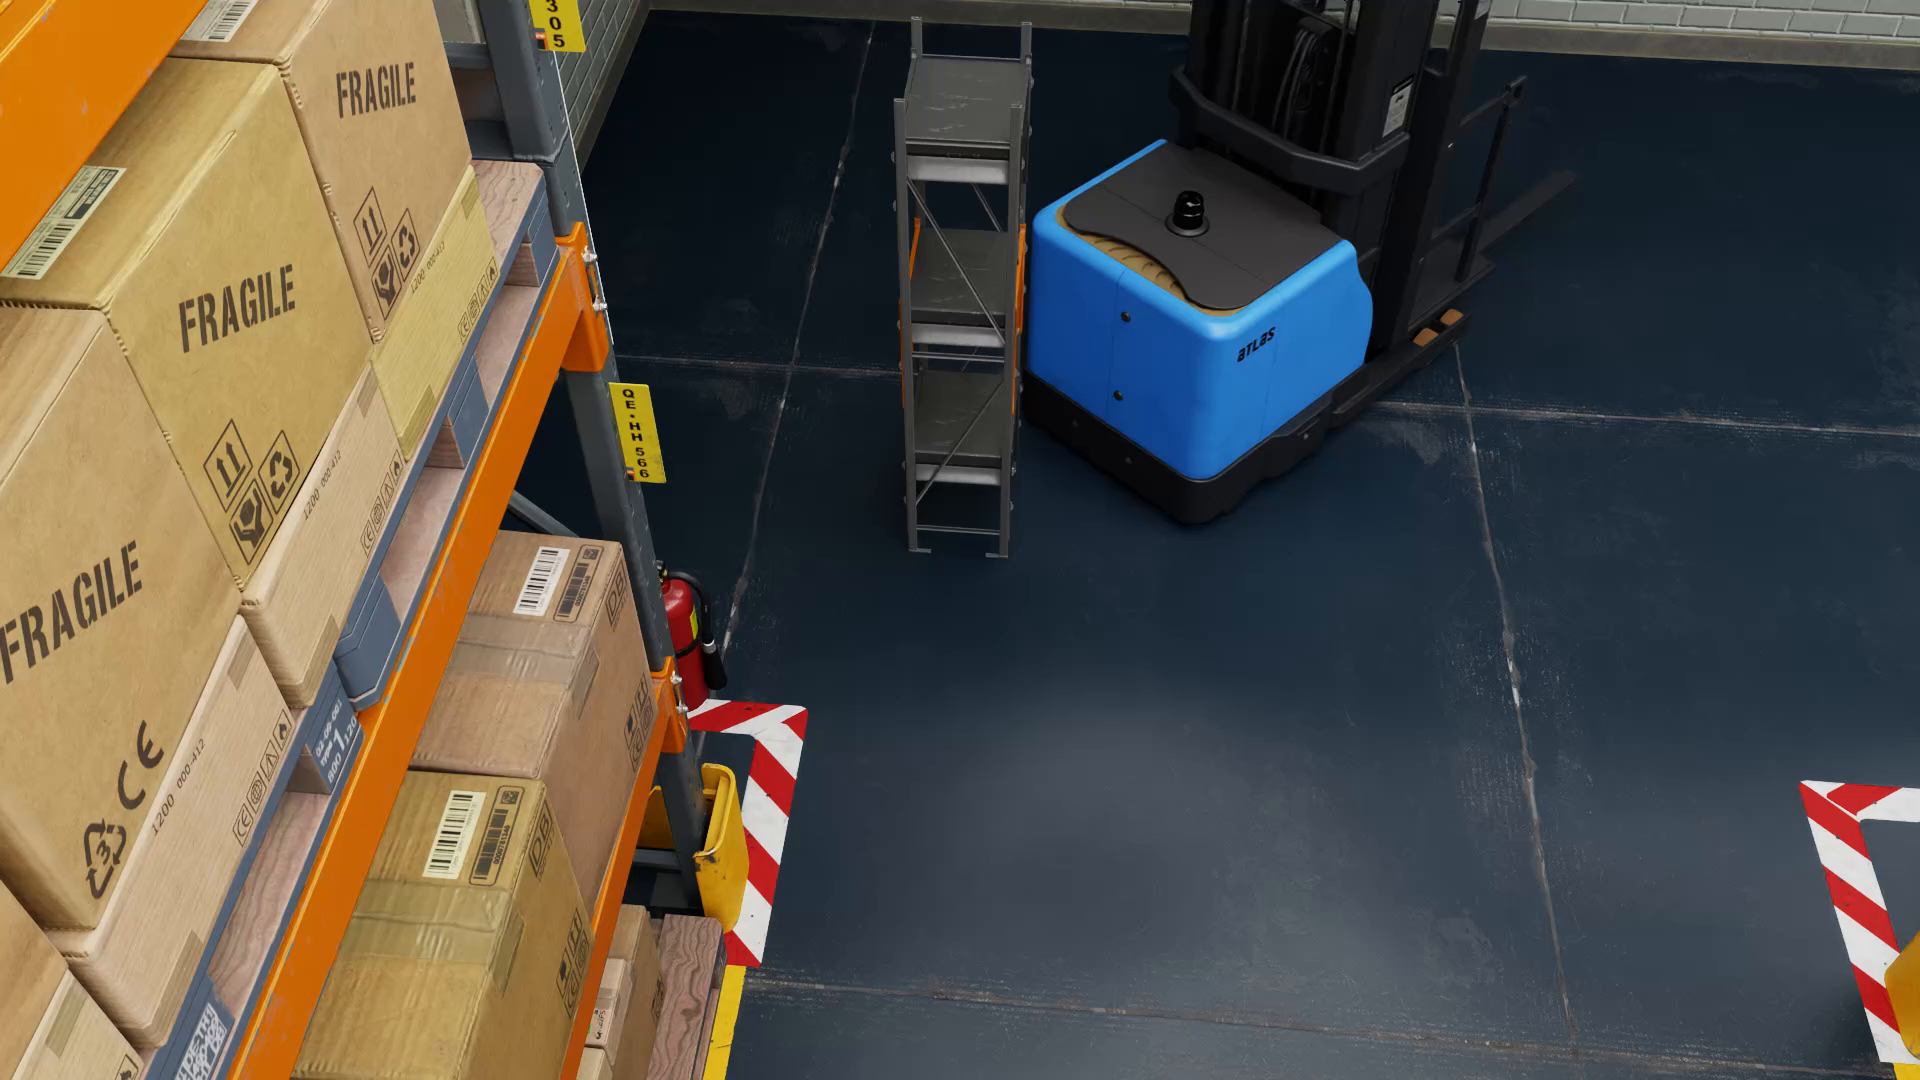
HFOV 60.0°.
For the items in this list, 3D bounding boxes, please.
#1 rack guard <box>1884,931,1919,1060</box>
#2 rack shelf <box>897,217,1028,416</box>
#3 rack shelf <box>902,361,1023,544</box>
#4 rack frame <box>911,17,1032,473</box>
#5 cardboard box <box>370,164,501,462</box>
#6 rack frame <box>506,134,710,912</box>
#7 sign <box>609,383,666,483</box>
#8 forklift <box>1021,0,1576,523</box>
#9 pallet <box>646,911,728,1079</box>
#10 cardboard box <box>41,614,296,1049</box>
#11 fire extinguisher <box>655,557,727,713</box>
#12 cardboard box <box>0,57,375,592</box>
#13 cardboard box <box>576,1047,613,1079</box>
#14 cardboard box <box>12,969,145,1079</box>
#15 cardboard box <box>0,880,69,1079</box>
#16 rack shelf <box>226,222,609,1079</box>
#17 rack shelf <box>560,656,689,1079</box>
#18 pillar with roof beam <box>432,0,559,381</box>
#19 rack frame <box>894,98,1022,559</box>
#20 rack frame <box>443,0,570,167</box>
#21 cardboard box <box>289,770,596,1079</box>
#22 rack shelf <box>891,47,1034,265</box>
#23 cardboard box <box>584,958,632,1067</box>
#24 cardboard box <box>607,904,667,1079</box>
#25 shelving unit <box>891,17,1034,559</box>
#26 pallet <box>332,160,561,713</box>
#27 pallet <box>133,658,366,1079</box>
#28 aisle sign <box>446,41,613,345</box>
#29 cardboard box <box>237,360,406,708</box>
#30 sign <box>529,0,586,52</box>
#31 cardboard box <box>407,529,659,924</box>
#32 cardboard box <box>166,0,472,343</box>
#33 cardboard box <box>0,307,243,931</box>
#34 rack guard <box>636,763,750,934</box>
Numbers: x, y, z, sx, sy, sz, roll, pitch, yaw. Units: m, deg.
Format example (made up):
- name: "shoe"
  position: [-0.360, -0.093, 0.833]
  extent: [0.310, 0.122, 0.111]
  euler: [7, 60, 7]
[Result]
- name: "rack guard"
  position: [3.604, 1.397, 5.159]
  extent: [1.175, 0.500, 0.348]
  euler: [4, 48, 4]
- name: "rack shelf"
  position: [0.015, -0.821, 6.122]
  extent: [0.431, 0.518, 0.480]
  euler: [4, 48, 4]
- name: "rack shelf"
  position: [0.015, -0.349, 6.639]
  extent: [0.431, 0.518, 0.480]
  euler: [4, 48, 4]
- name: "rack frame"
  position: [0.037, -1.010, 6.276]
  extent: [0.400, 2.100, 0.015]
  euler: [4, 48, 4]
- name: "cardboard box"
  position: [-1.125, -0.414, 2.838]
  extent: [0.500, 0.250, 0.500]
  euler: [5, 48, 5]
- name: "rack frame"
  position: [-1.323, 0.168, 4.590]
  extent: [1.000, 3.000, 0.127]
  euler: [4, 48, 4]
- name: "sign"
  position: [-0.784, -0.256, 4.033]
  extent: [0.100, 0.325, 0.005]
  euler: [4, 48, 4]
- name: "forklift"
  position: [1.680, -2.026, 6.643]
  extent: [3.031, 2.935, 1.130]
  euler: [-35, 57, -28]
- name: "pallet"
  position: [-1.318, 1.702, 5.077]
  extent: [1.003, 0.211, 1.213]
  euler: [4, 48, 4]
- name: "cardboard box"
  position: [-1.214, 0.352, 2.138]
  extent: [0.500, 0.250, 0.500]
  euler: [3, 48, 2]
- name: "fire extinguisher"
  position: [-0.849, 0.240, 4.829]
  extent: [0.296, 0.674, 0.183]
  euler: [4, 48, 4]
- name: "cardboard box"
  position: [-1.174, -0.300, 2.225]
  extent: [0.500, 0.500, 0.500]
  euler: [5, 48, 5]
- name: "cardboard box"
  position: [-1.140, 1.466, 4.372]
  extent: [0.380, 0.149, 0.250]
  euler: [5, 48, 5]
- name: "cardboard box"
  position: [-1.262, 0.729, 1.793]
  extent: [0.500, 0.250, 0.500]
  euler: [3, 48, 2]
- name: "cardboard box"
  position: [-1.263, 0.470, 1.522]
  extent: [0.500, 0.500, 0.500]
  euler: [4, 48, 4]
- name: "rack shelf"
  position: [-1.505, 0.868, 2.404]
  extent: [1.077, 0.370, 4.000]
  euler: [4, 48, 4]
- name: "rack shelf"
  position: [-1.505, 1.880, 3.511]
  extent: [1.077, 0.370, 4.000]
  euler: [4, 48, 4]
- name: "pillar with roof beam"
  position: [2.349, -3.610, 3.979]
  extent: [9.100, 9.000, 0.400]
  euler: [4, 48, 4]
- name: "rack frame"
  position: [-0.007, -0.651, 5.948]
  extent: [0.400, 2.100, 0.015]
  euler: [4, 48, 4]
- name: "rack frame"
  position: [-1.323, -1.857, 2.376]
  extent: [1.000, 3.000, 0.127]
  euler: [4, 48, 4]
- name: "cardboard box"
  position: [-1.414, 0.977, 3.646]
  extent: [0.980, 0.700, 0.700]
  euler: [4, 48, 3]
- name: "rack shelf"
  position: [0.015, -1.294, 5.606]
  extent: [0.431, 0.518, 0.480]
  euler: [4, 48, 4]
- name: "cardboard box"
  position: [-1.117, 1.278, 4.544]
  extent: [0.380, 0.149, 0.250]
  euler: [3, 48, 3]
- name: "cardboard box"
  position: [-1.287, 1.391, 4.881]
  extent: [0.700, 0.500, 0.500]
  euler: [4, 48, 4]
- name: "shelving unit"
  position: [0.015, -0.830, 6.112]
  extent: [0.431, 2.100, 0.503]
  euler: [4, 48, 4]
- name: "pallet"
  position: [-1.380, -0.269, 3.017]
  extent: [1.003, 0.211, 1.213]
  euler: [4, 48, 4]
- name: "pallet"
  position: [-1.488, 0.630, 2.194]
  extent: [1.003, 0.211, 1.213]
  euler: [4, 48, 4]
- name: "aisle sign"
  position: [-1.017, -0.743, 3.661]
  extent: [0.394, 0.787, 0.004]
  euler: [4, 48, 4]
- name: "cardboard box"
  position: [-1.171, -0.031, 2.488]
  extent: [0.500, 0.250, 0.500]
  euler: [2, 48, 2]
- name: "sign"
  position: [-0.784, -1.070, 3.143]
  extent: [0.100, 0.325, 0.005]
  euler: [4, 48, 4]
- name: "cardboard box"
  position: [-1.359, 0.442, 4.136]
  extent: [0.980, 0.700, 0.700]
  euler: [6, 48, 5]
- name: "cardboard box"
  position: [-1.118, -0.667, 2.561]
  extent: [0.500, 0.500, 0.500]
  euler: [4, 48, 3]
- name: "cardboard box"
  position: [-1.213, 0.084, 1.874]
  extent: [0.500, 0.500, 0.500]
  euler: [2, 48, 2]
- name: "rack guard"
  position: [-1.320, 0.994, 5.528]
  extent: [1.175, 0.500, 0.348]
  euler: [4, 48, 4]
